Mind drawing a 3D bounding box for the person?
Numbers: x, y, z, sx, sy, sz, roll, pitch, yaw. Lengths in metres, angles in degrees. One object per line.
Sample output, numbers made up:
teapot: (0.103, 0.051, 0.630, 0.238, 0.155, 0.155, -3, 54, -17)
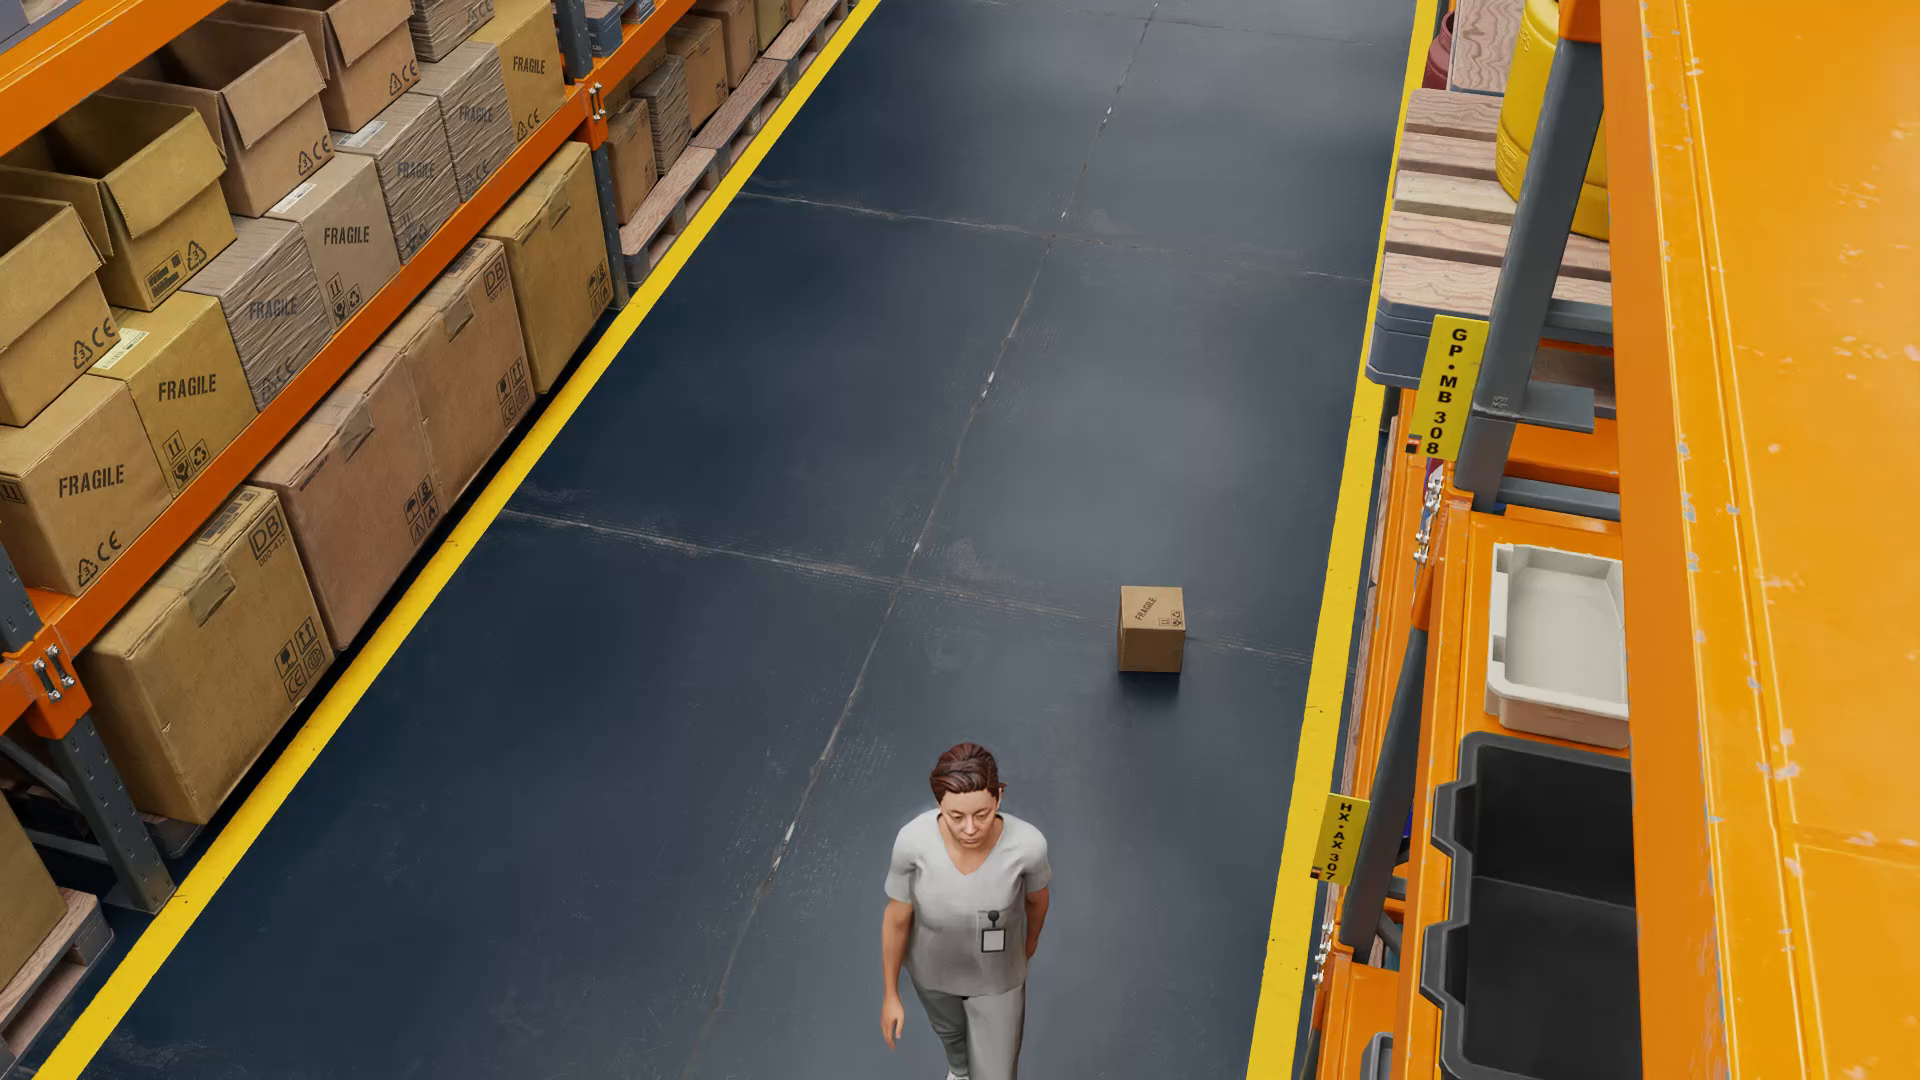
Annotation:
person: (0.001, 1.284, 4.711, 0.445, 1.707, 0.712, 7, 42, 7)
